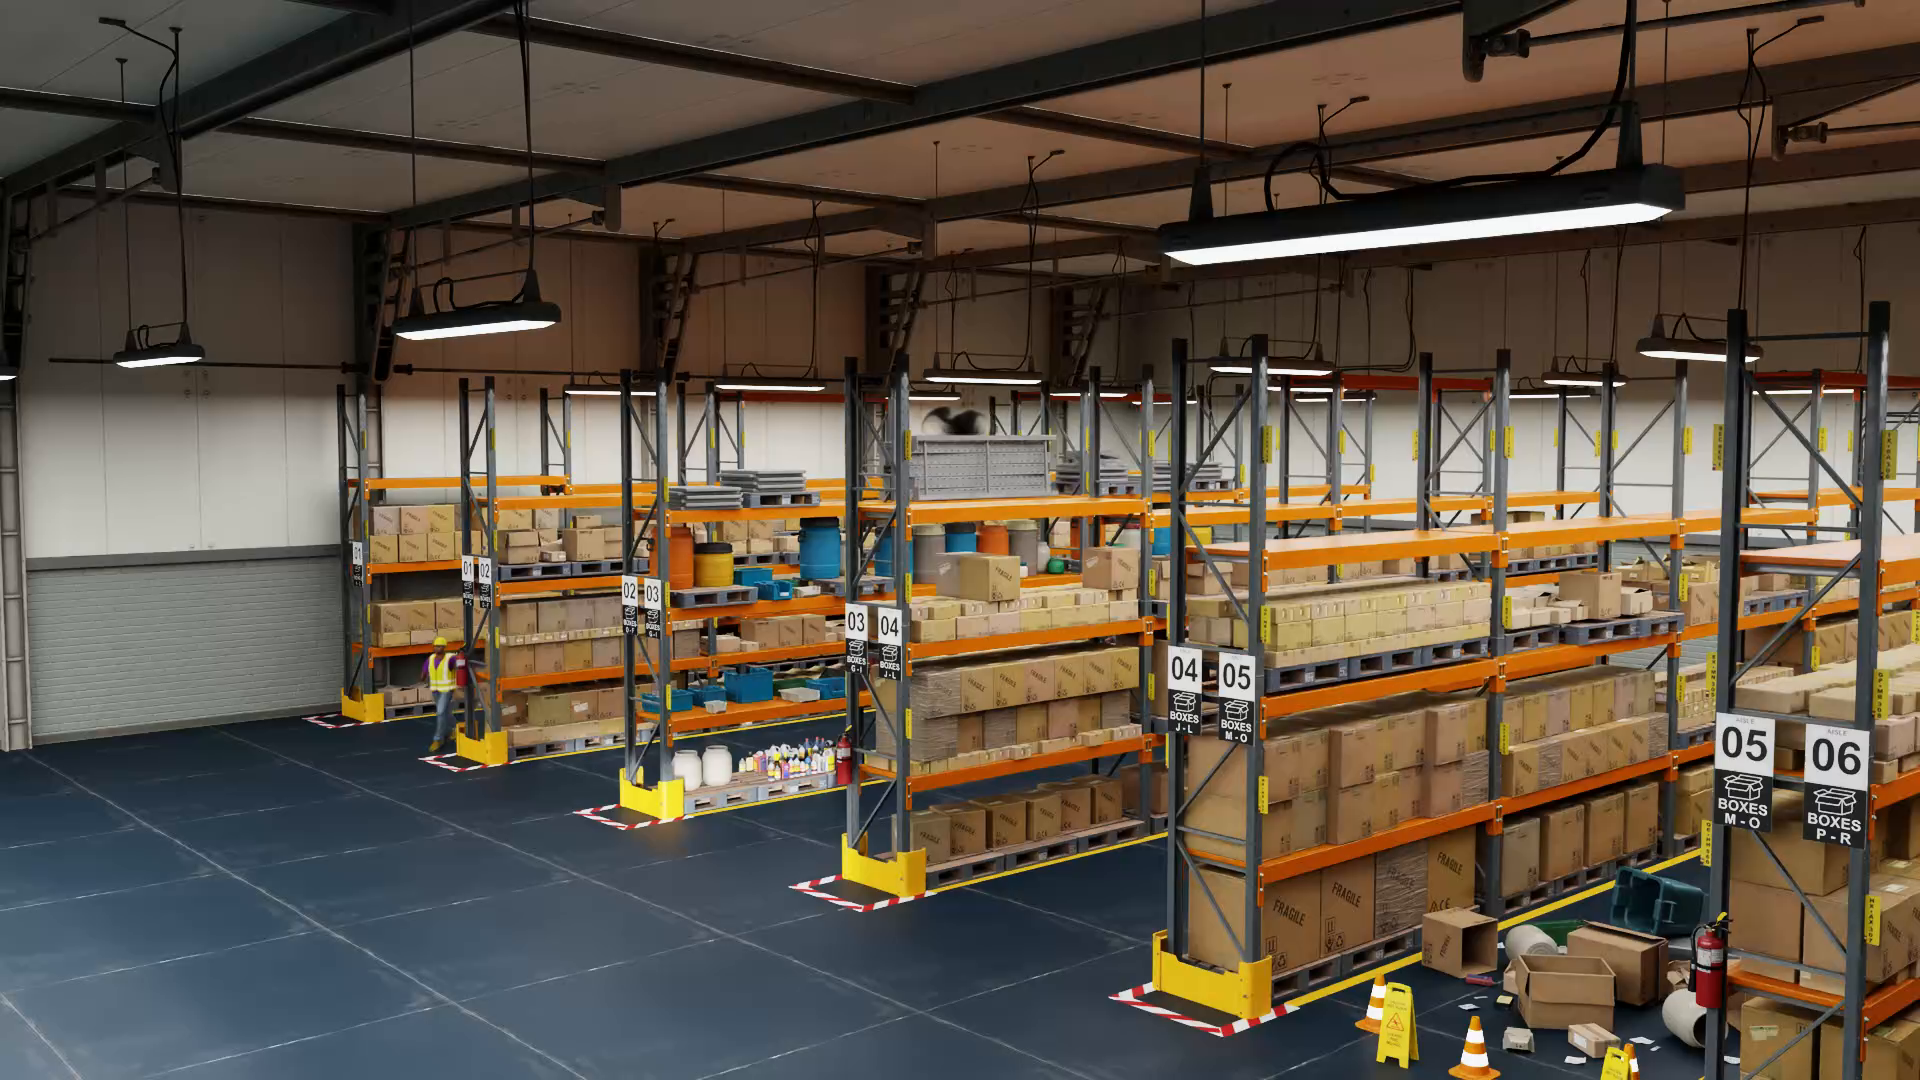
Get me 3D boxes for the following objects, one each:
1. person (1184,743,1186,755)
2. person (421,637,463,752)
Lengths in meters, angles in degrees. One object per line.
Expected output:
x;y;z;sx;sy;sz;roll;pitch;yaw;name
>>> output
3.460;2.677;24.945;0.712;1.777;0.998;4;5;44;person
-8.464;2.486;27.217;0.681;1.806;0.924;1;4;21;person
